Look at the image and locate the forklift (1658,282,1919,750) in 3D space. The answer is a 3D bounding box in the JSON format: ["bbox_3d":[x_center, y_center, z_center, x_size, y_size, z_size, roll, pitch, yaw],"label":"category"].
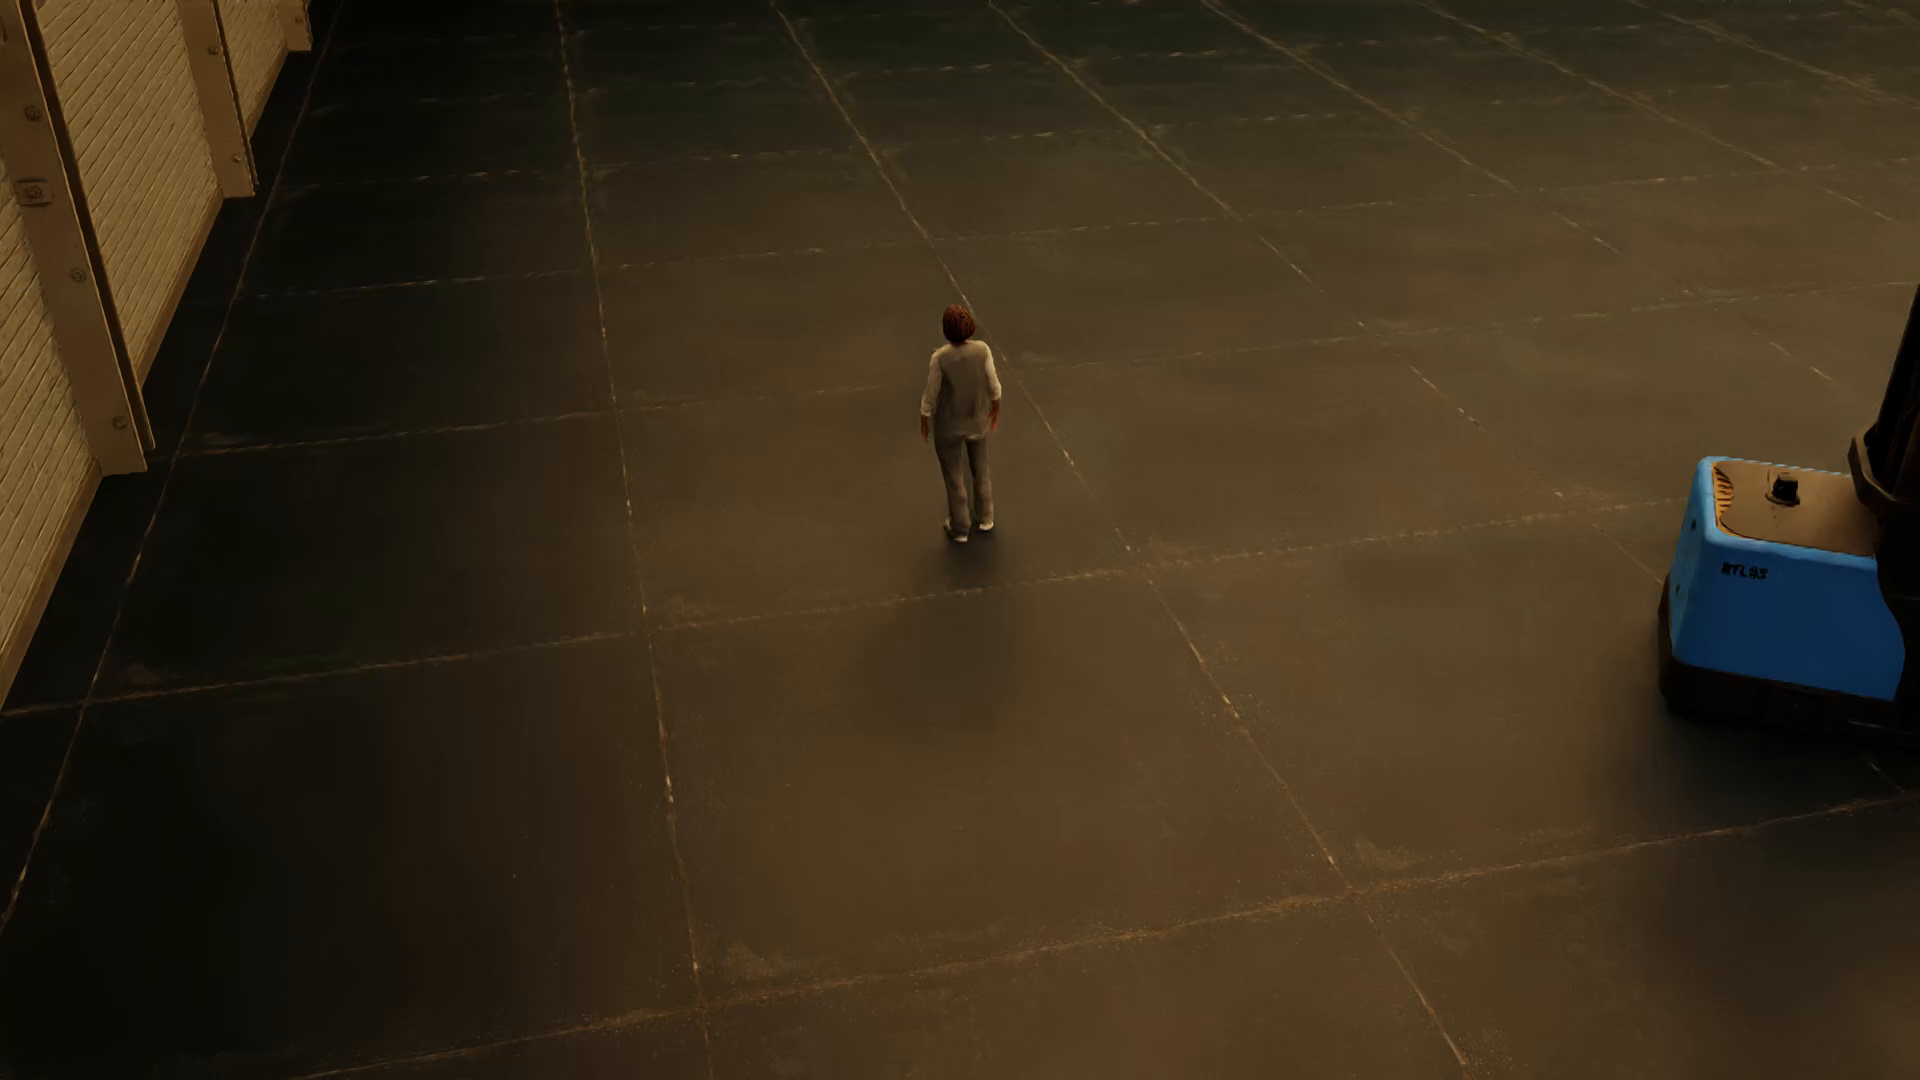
[{"bbox_3d":[5.345,-0.348,8.176,3.031,2.935,1.130,10,32,17],"label":"forklift"}]

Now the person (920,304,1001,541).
[{"bbox_3d":[-0.004,-0.735,10.162,0.521,1.597,0.474,-7,31,-12],"label":"person"}]
